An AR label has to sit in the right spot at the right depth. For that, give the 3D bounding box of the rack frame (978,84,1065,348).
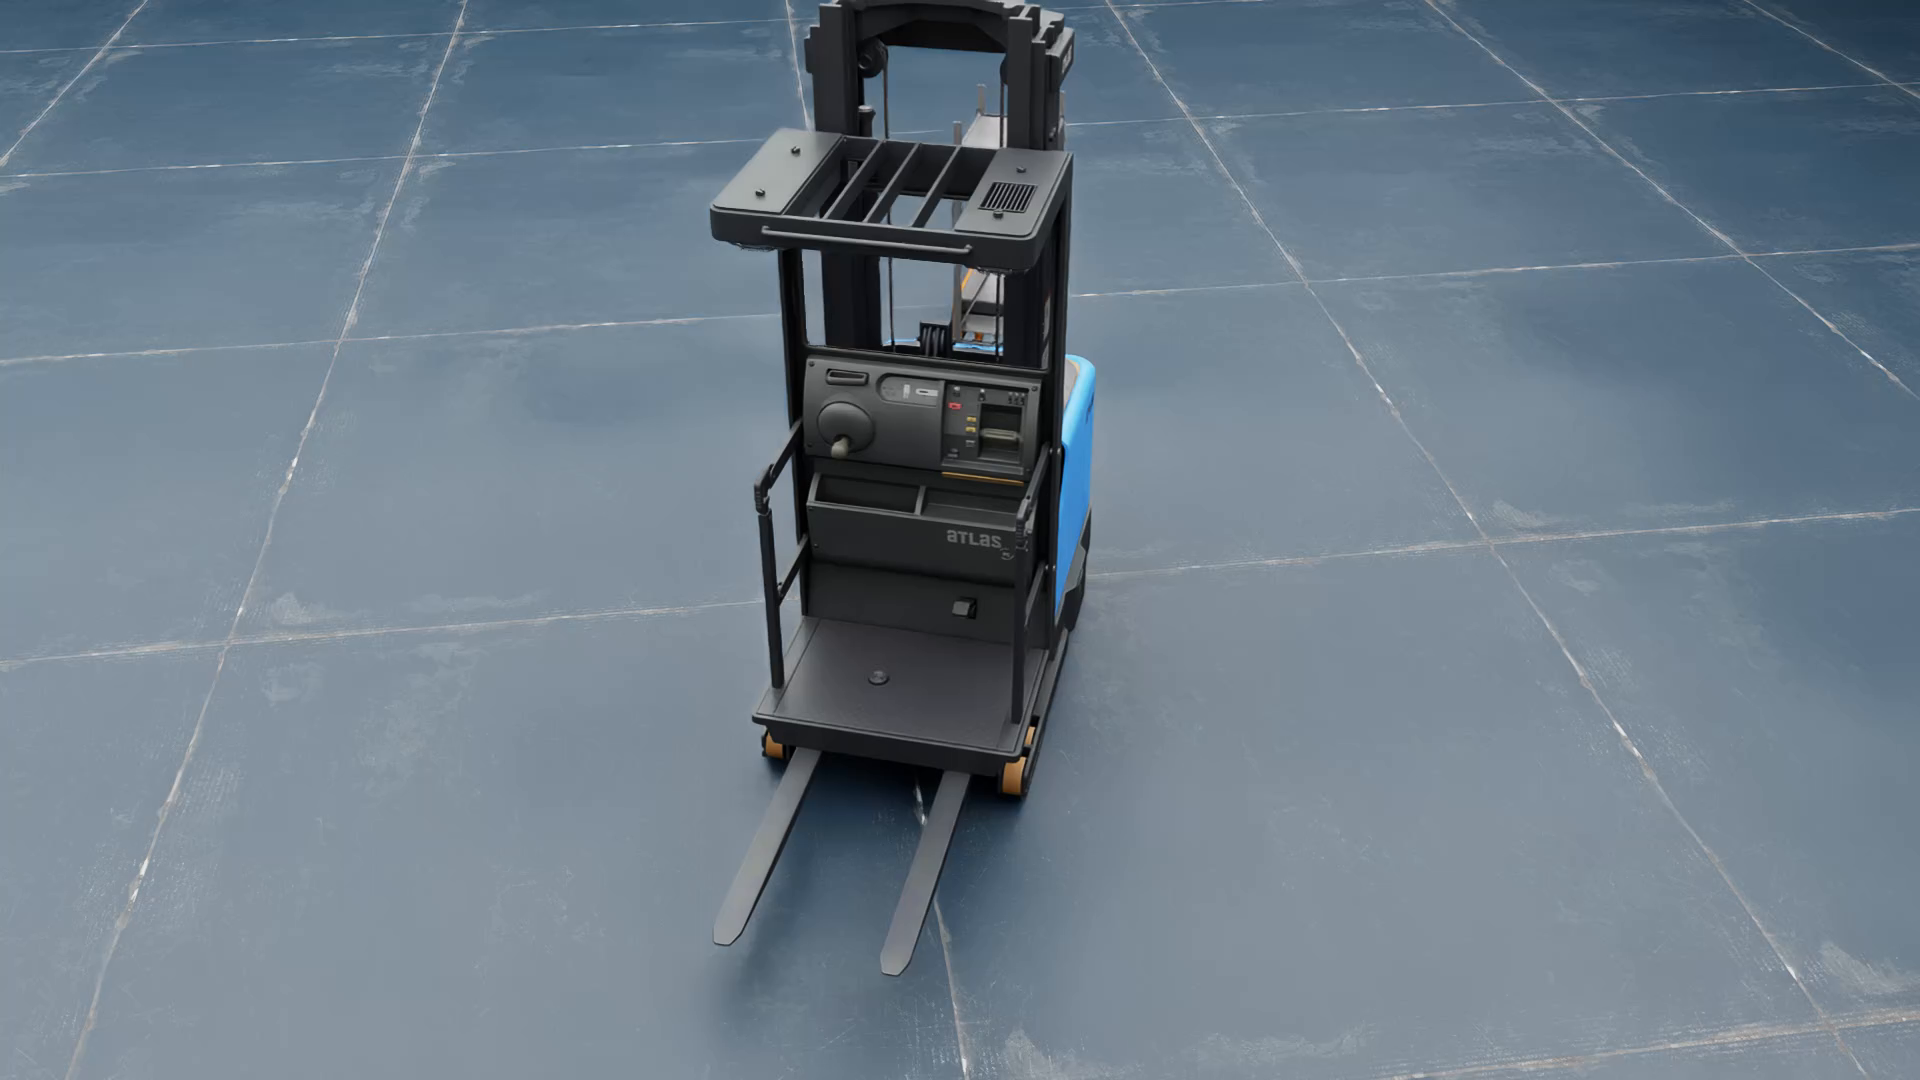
[{"bbox_3d":[0.277,-1.176,8.111,0.400,2.100,0.015,7,35,11],"label":"rack frame"}]

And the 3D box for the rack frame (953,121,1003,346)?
[{"bbox_3d":[0.168,-0.908,7.718,0.400,2.100,0.015,7,35,11],"label":"rack frame"}]

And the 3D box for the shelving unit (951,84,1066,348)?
[{"bbox_3d":[0.223,-1.042,7.915,0.431,2.100,0.503,7,35,11],"label":"shelving unit"}]

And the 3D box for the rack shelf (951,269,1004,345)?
[{"bbox_3d":[0.223,-1.031,7.923,0.431,0.518,0.480,7,35,11],"label":"rack shelf"}]

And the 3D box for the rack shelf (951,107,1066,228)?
[{"bbox_3d":[0.223,-1.609,7.528,0.431,0.518,0.480,7,35,11],"label":"rack shelf"}]

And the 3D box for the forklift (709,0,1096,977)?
[{"bbox_3d":[-0.198,-0.412,6.252,1.130,2.935,3.031,7,35,11],"label":"forklift"}]
